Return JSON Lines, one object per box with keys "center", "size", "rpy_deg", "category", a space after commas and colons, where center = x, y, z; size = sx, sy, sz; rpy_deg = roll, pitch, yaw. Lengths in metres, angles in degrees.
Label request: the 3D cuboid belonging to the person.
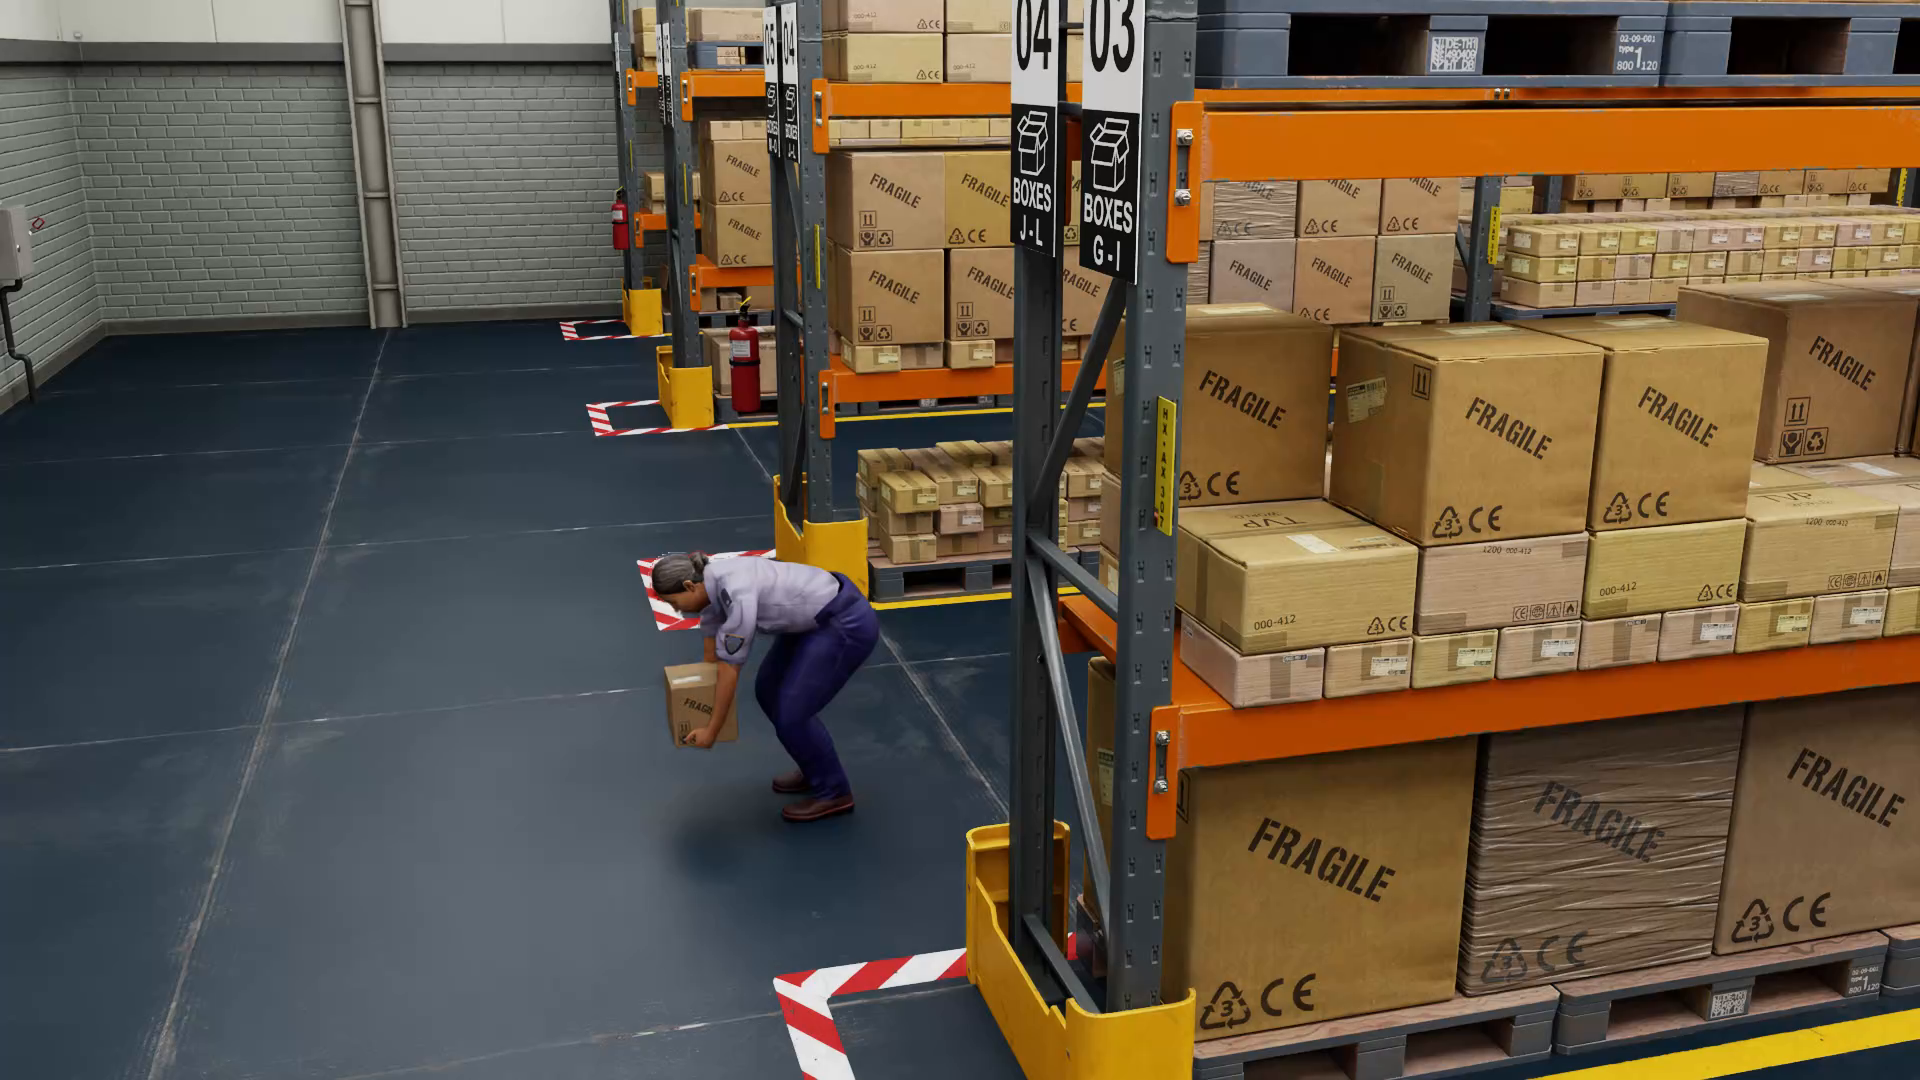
{"center": [-0.765, 0.552, 6.633], "size": [0.882, 1.105, 0.499], "rpy_deg": [-5, 17, -18], "category": "person"}
